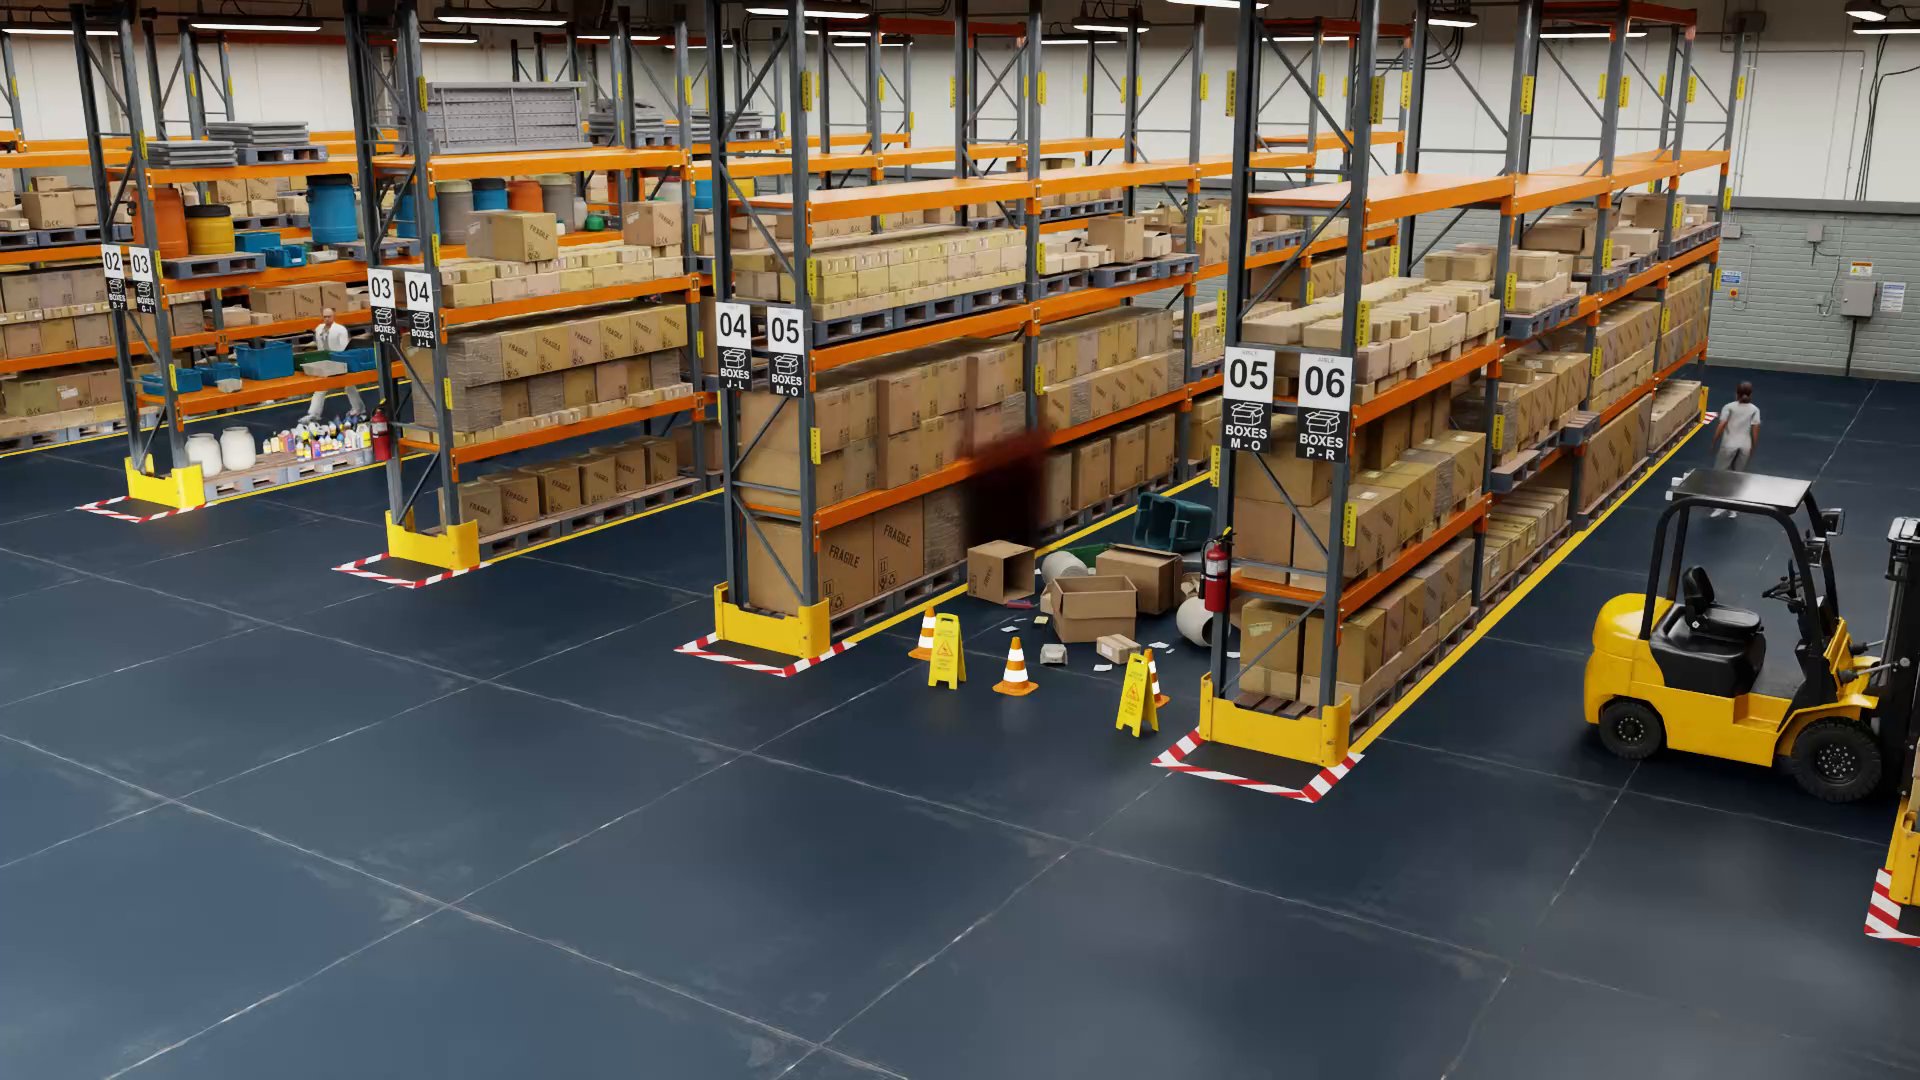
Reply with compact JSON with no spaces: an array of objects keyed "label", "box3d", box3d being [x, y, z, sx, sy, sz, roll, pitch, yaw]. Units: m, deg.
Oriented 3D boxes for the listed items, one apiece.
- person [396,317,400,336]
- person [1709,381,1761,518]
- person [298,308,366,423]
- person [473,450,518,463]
[{"label":"person","box3d":[-10.882,-4.300,31.713,0.445,1.598,0.450,-9,18,-30]},{"label":"person","box3d":[9.356,-1.062,20.035,0.507,1.625,0.566,2,16,7]},{"label":"person","box3d":[-9.744,-2.708,25.628,0.690,1.718,1.098,7,17,22]},{"label":"person","box3d":[-6.528,-1.996,23.199,0.634,1.690,0.945,3,16,10]}]
